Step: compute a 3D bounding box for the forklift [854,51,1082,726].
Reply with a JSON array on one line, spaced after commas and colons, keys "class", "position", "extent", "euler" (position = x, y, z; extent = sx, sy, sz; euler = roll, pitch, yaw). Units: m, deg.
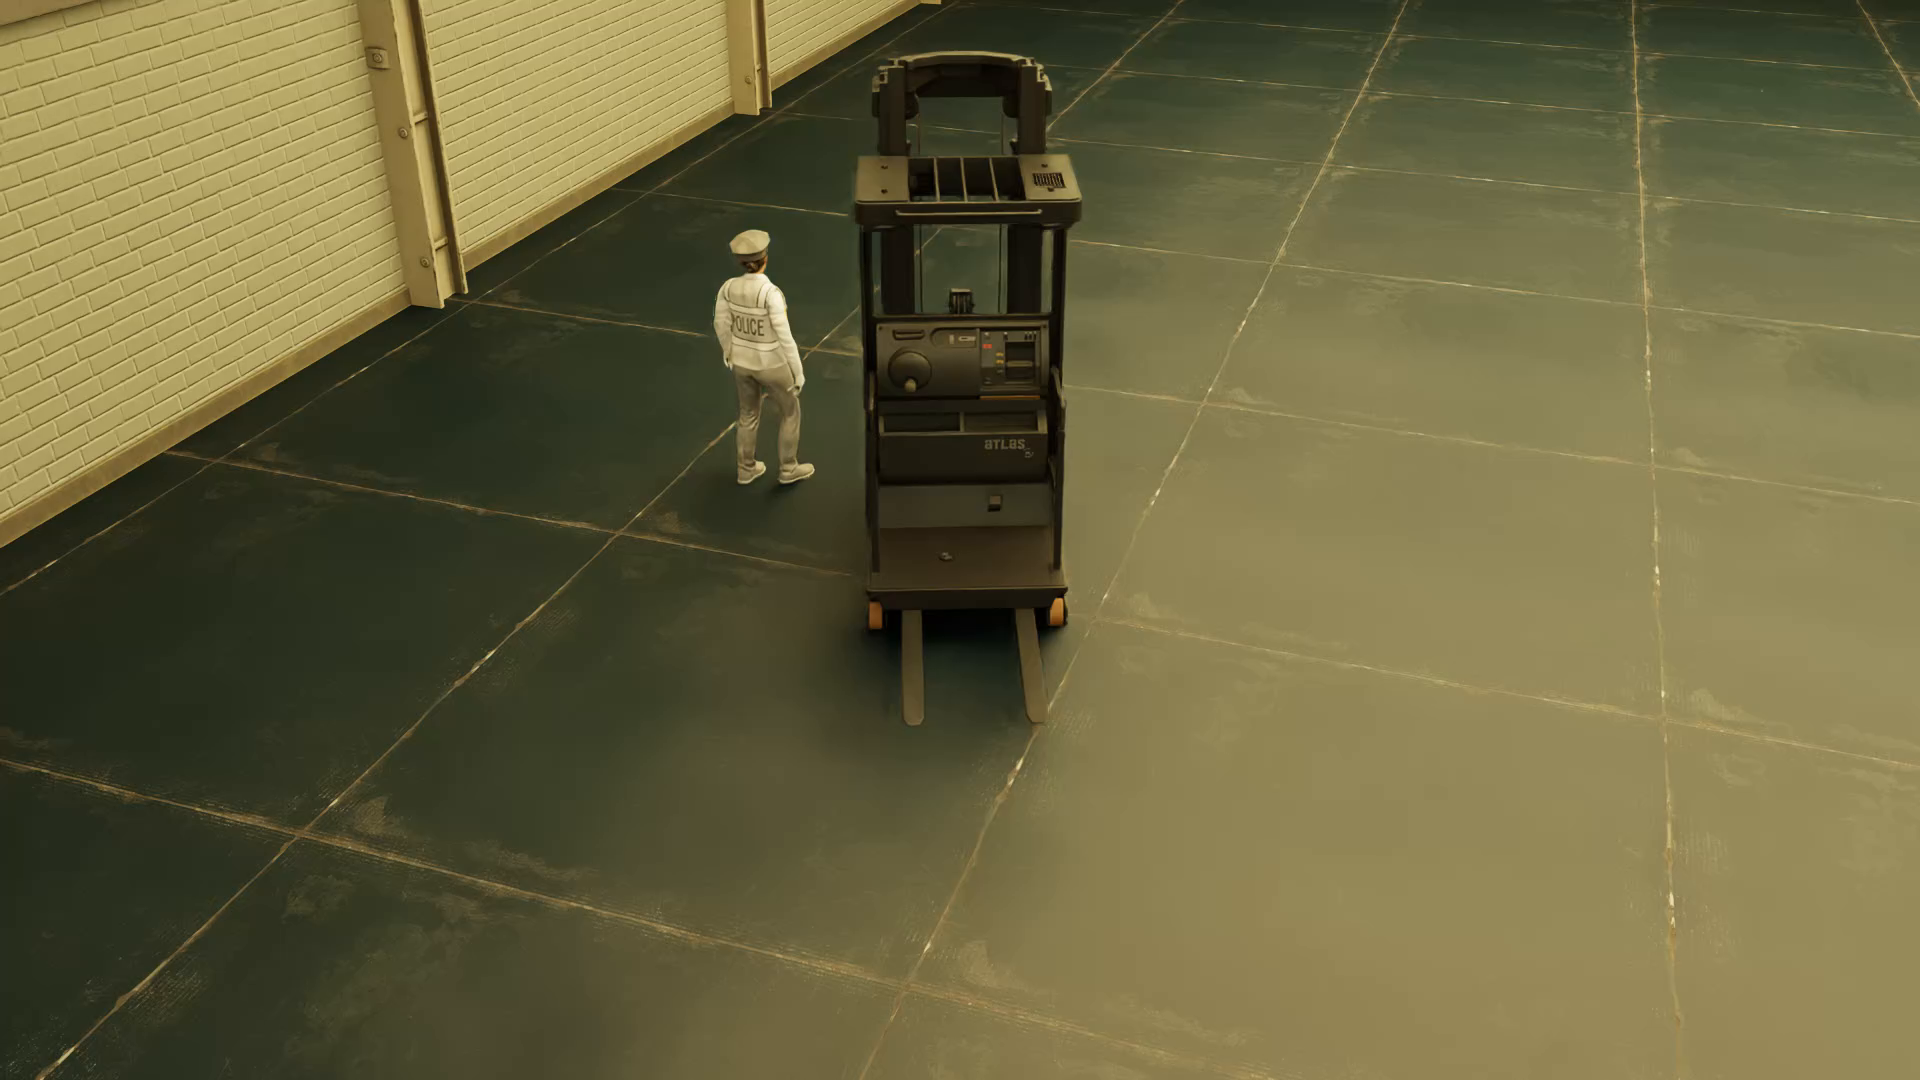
[{"class": "forklift", "position": [0.025, -0.935, 8.777], "extent": [1.130, 2.935, 3.031], "euler": [-1, 30, -2]}]

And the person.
[{"class": "person", "position": [-1.223, -1.120, 10.389], "extent": [0.653, 1.666, 0.456], "euler": [14, 33, 23]}]
